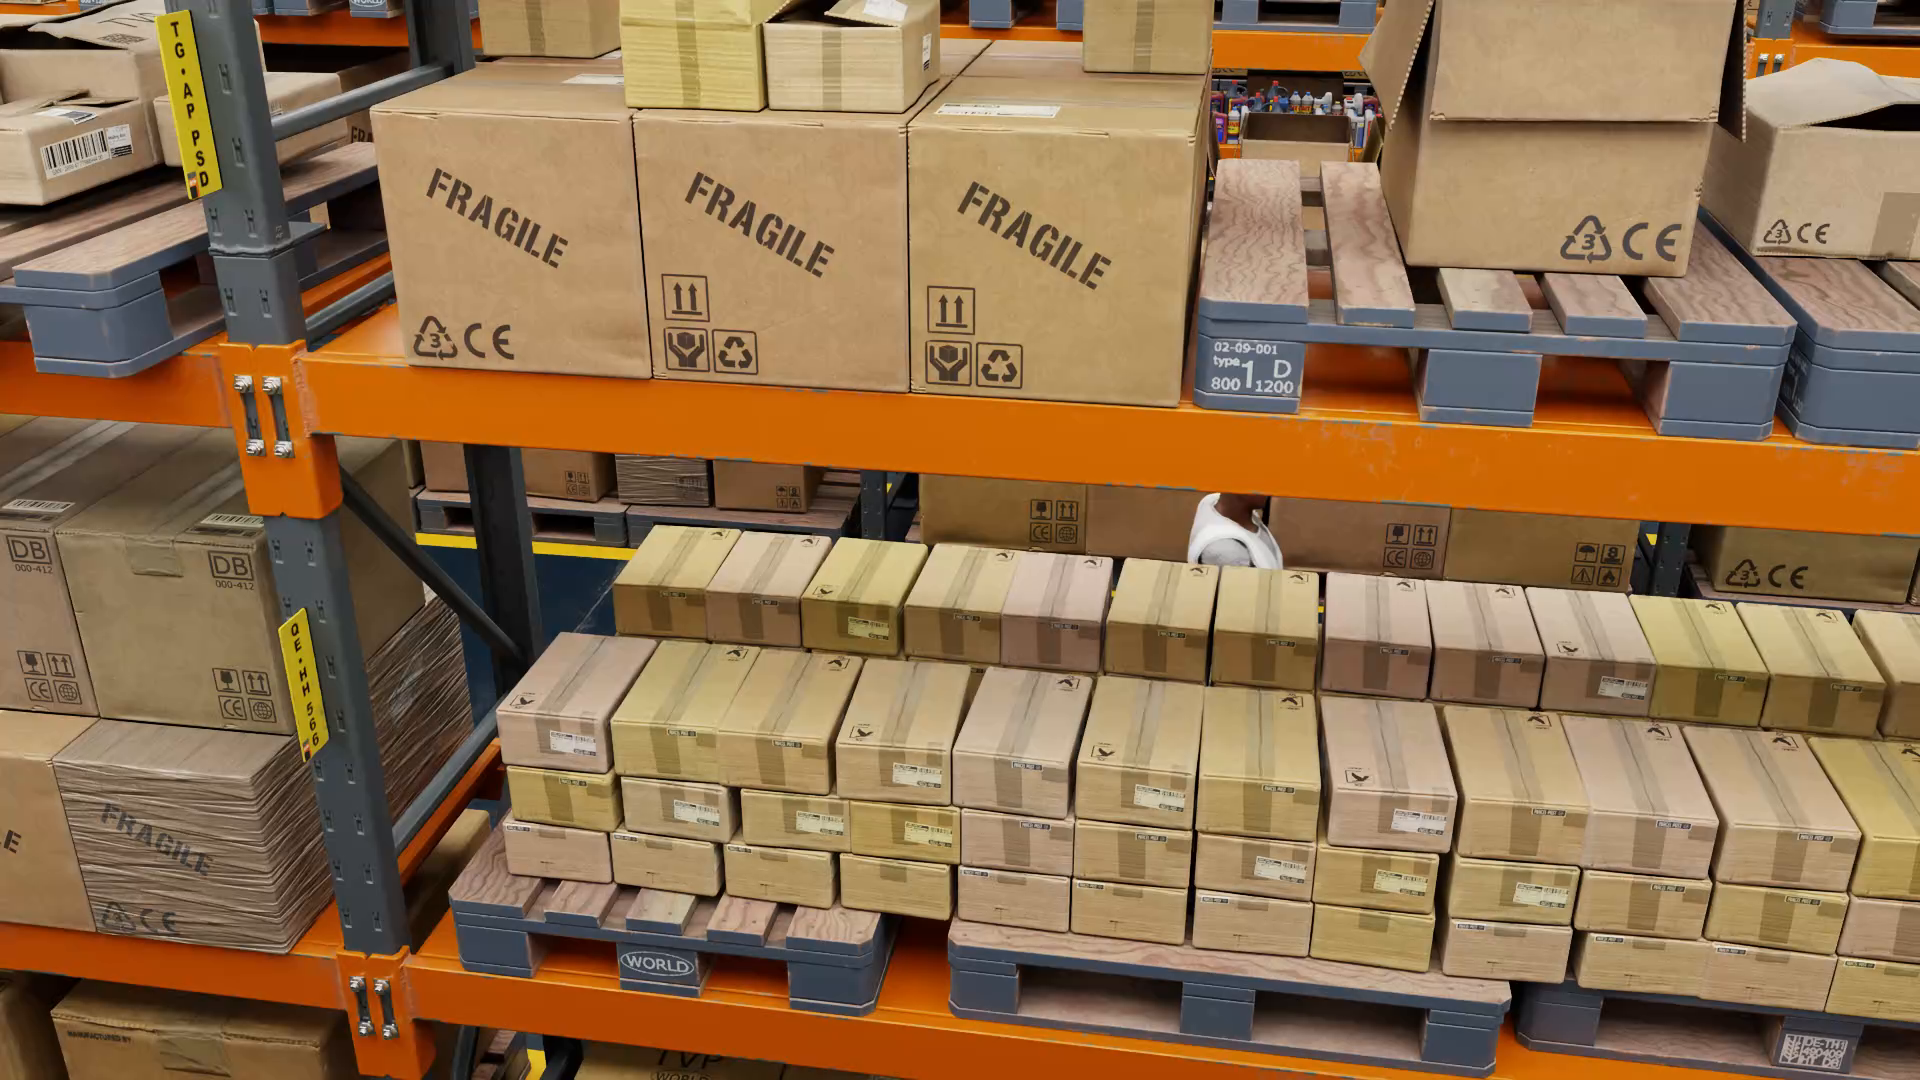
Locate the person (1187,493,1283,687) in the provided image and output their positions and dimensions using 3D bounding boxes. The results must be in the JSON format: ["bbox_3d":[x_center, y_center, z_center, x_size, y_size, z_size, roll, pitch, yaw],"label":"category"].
[{"bbox_3d":[0.996,0.456,6.128,0.397,1.804,0.548,4,25,9],"label":"person"}]
